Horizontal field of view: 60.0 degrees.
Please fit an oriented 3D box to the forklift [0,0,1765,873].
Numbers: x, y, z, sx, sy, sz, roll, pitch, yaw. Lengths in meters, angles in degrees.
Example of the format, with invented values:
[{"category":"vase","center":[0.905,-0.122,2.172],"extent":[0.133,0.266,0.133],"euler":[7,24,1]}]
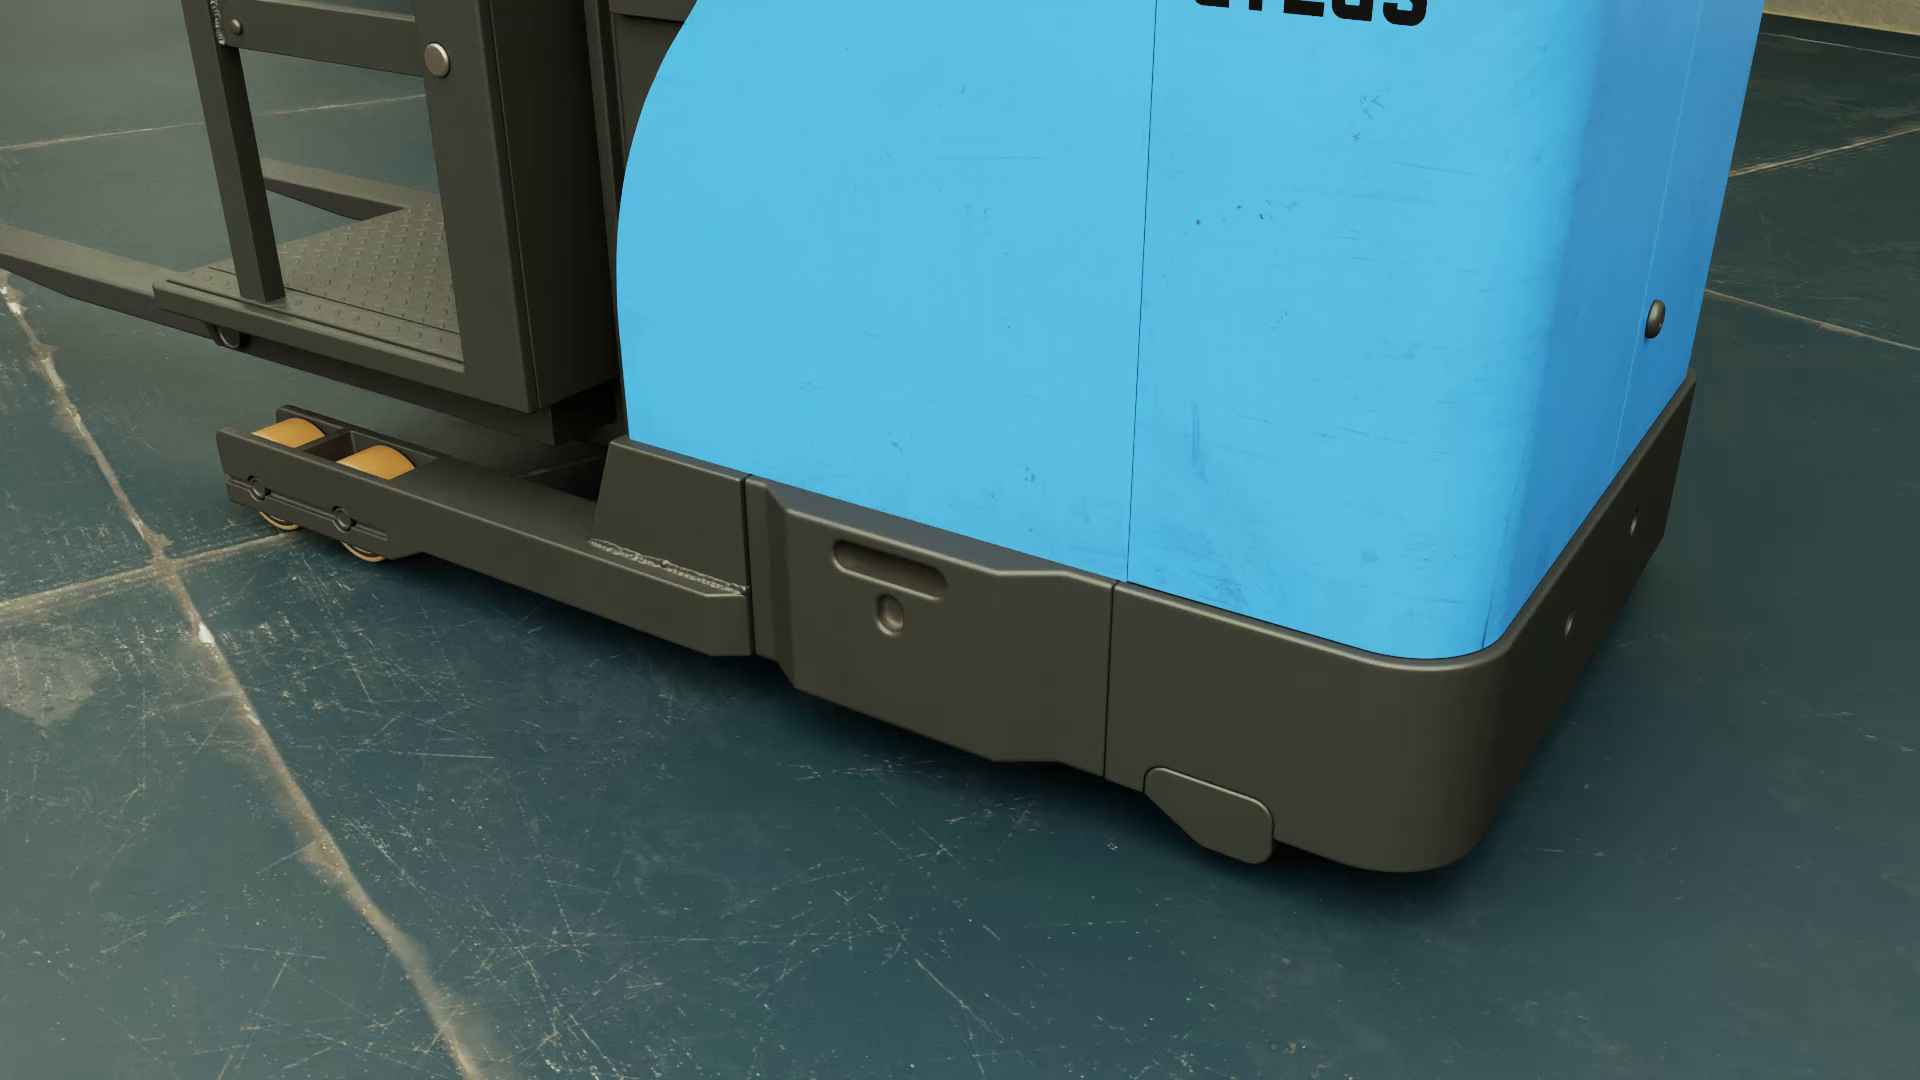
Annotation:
[{"category":"forklift","center":[-0.511,-1.459,2.139],"extent":[3.031,2.935,1.130],"euler":[16,31,29]}]
